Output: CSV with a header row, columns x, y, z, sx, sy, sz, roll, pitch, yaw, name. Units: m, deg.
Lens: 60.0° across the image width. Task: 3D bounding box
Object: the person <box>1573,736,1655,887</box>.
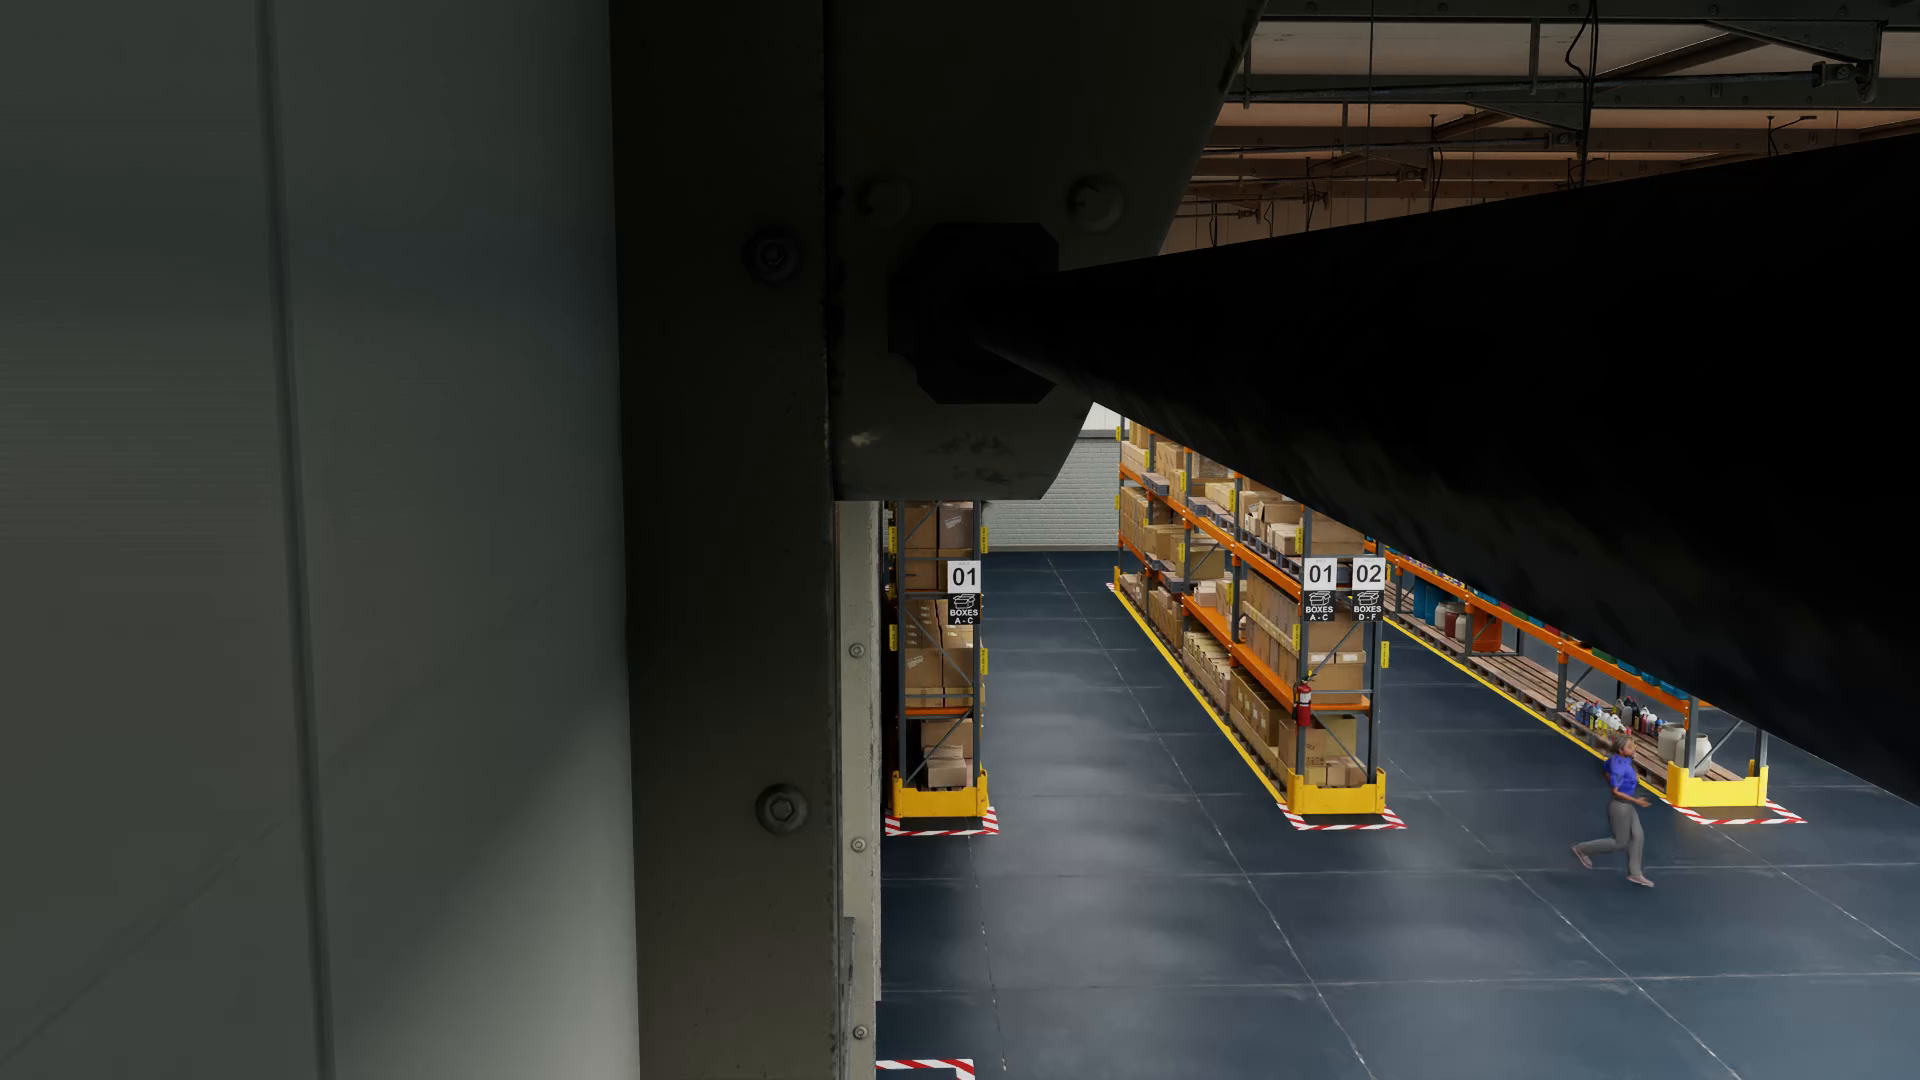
x,y,z,sx,sy,sz,roll,pitch,yaw,name
7.174,2.941,18.154,0.856,1.651,0.590,4,9,25,person
